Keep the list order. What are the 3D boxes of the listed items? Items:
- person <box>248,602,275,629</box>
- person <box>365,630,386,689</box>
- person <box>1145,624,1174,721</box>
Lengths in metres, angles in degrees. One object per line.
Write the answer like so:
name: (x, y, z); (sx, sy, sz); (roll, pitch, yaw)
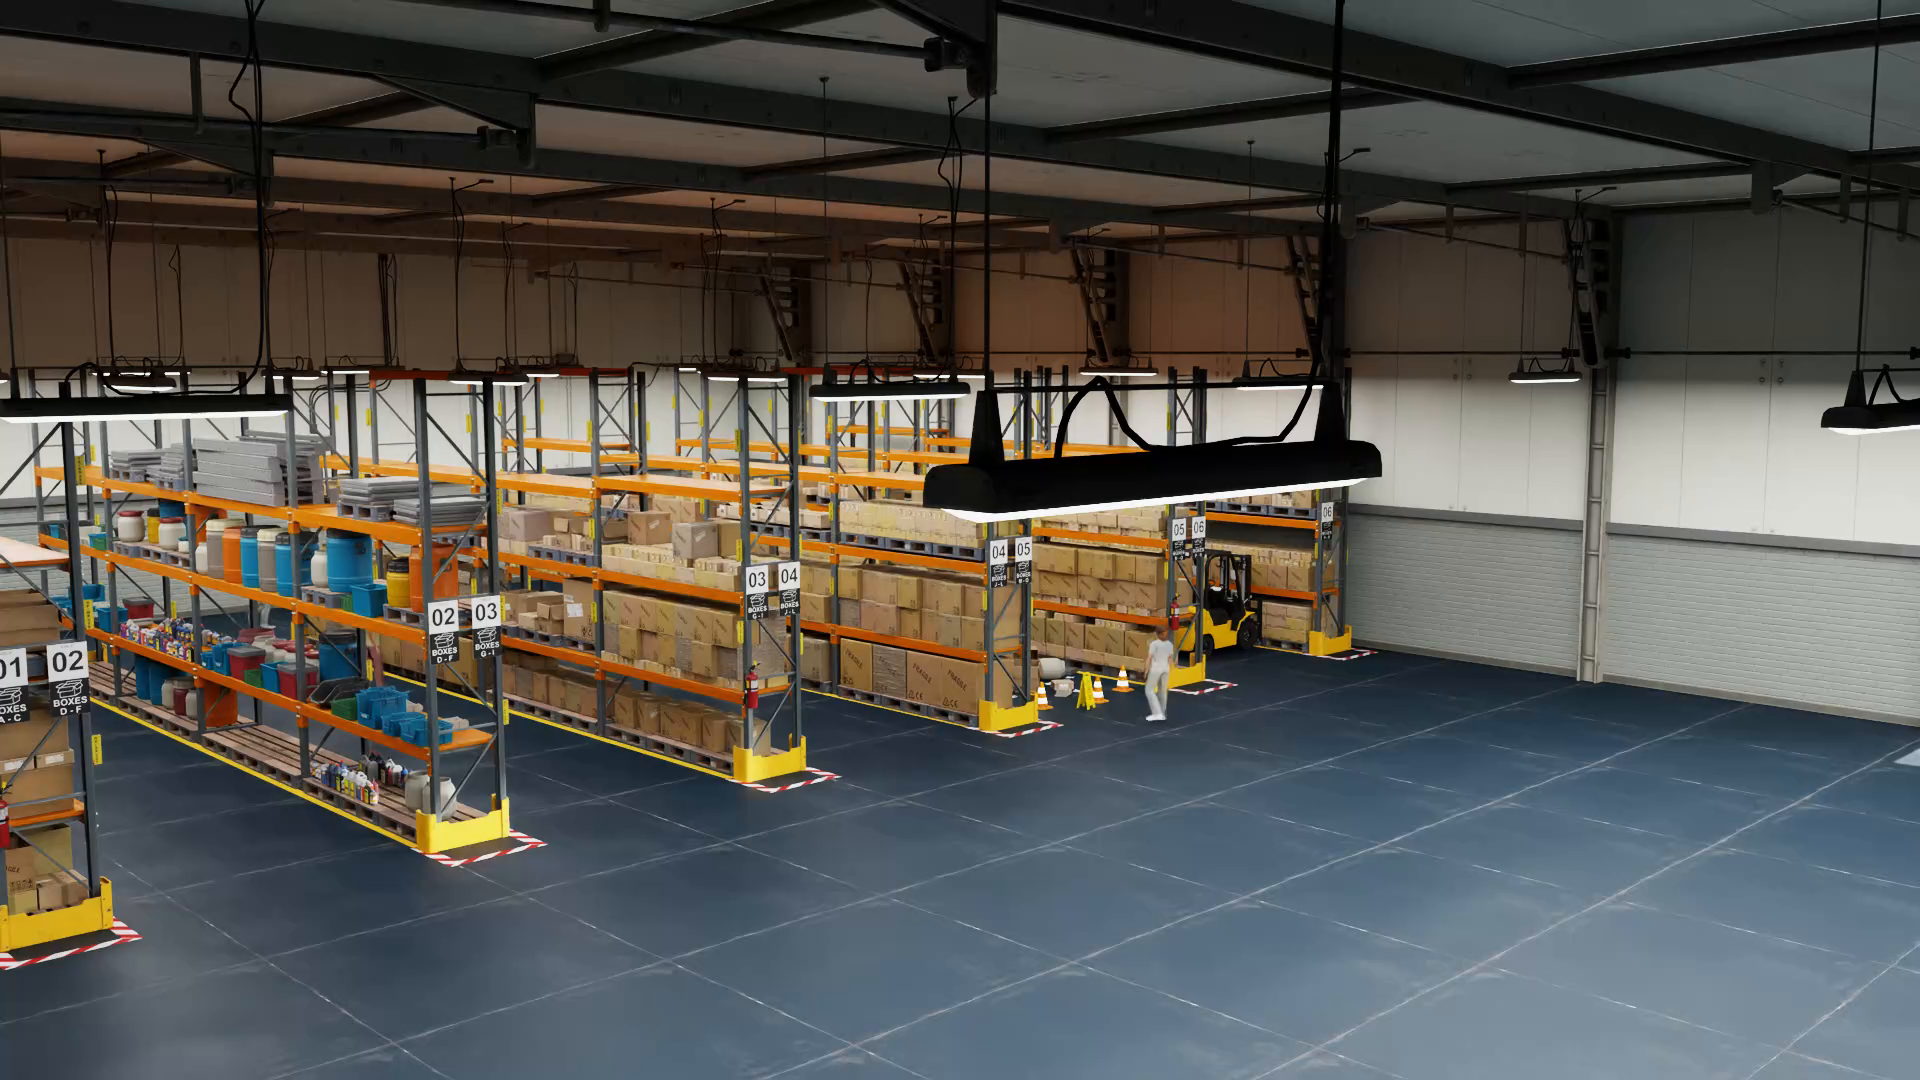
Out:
person: (-15.938, 1.169, 37.869); (0.539, 1.758, 0.589); (-6, 8, -40)
person: (-10.925, 2.002, 30.928); (0.492, 1.671, 0.436); (4, 8, 31)
person: (3.412, 2.277, 28.577); (0.494, 1.681, 0.426); (-4, 7, -30)
